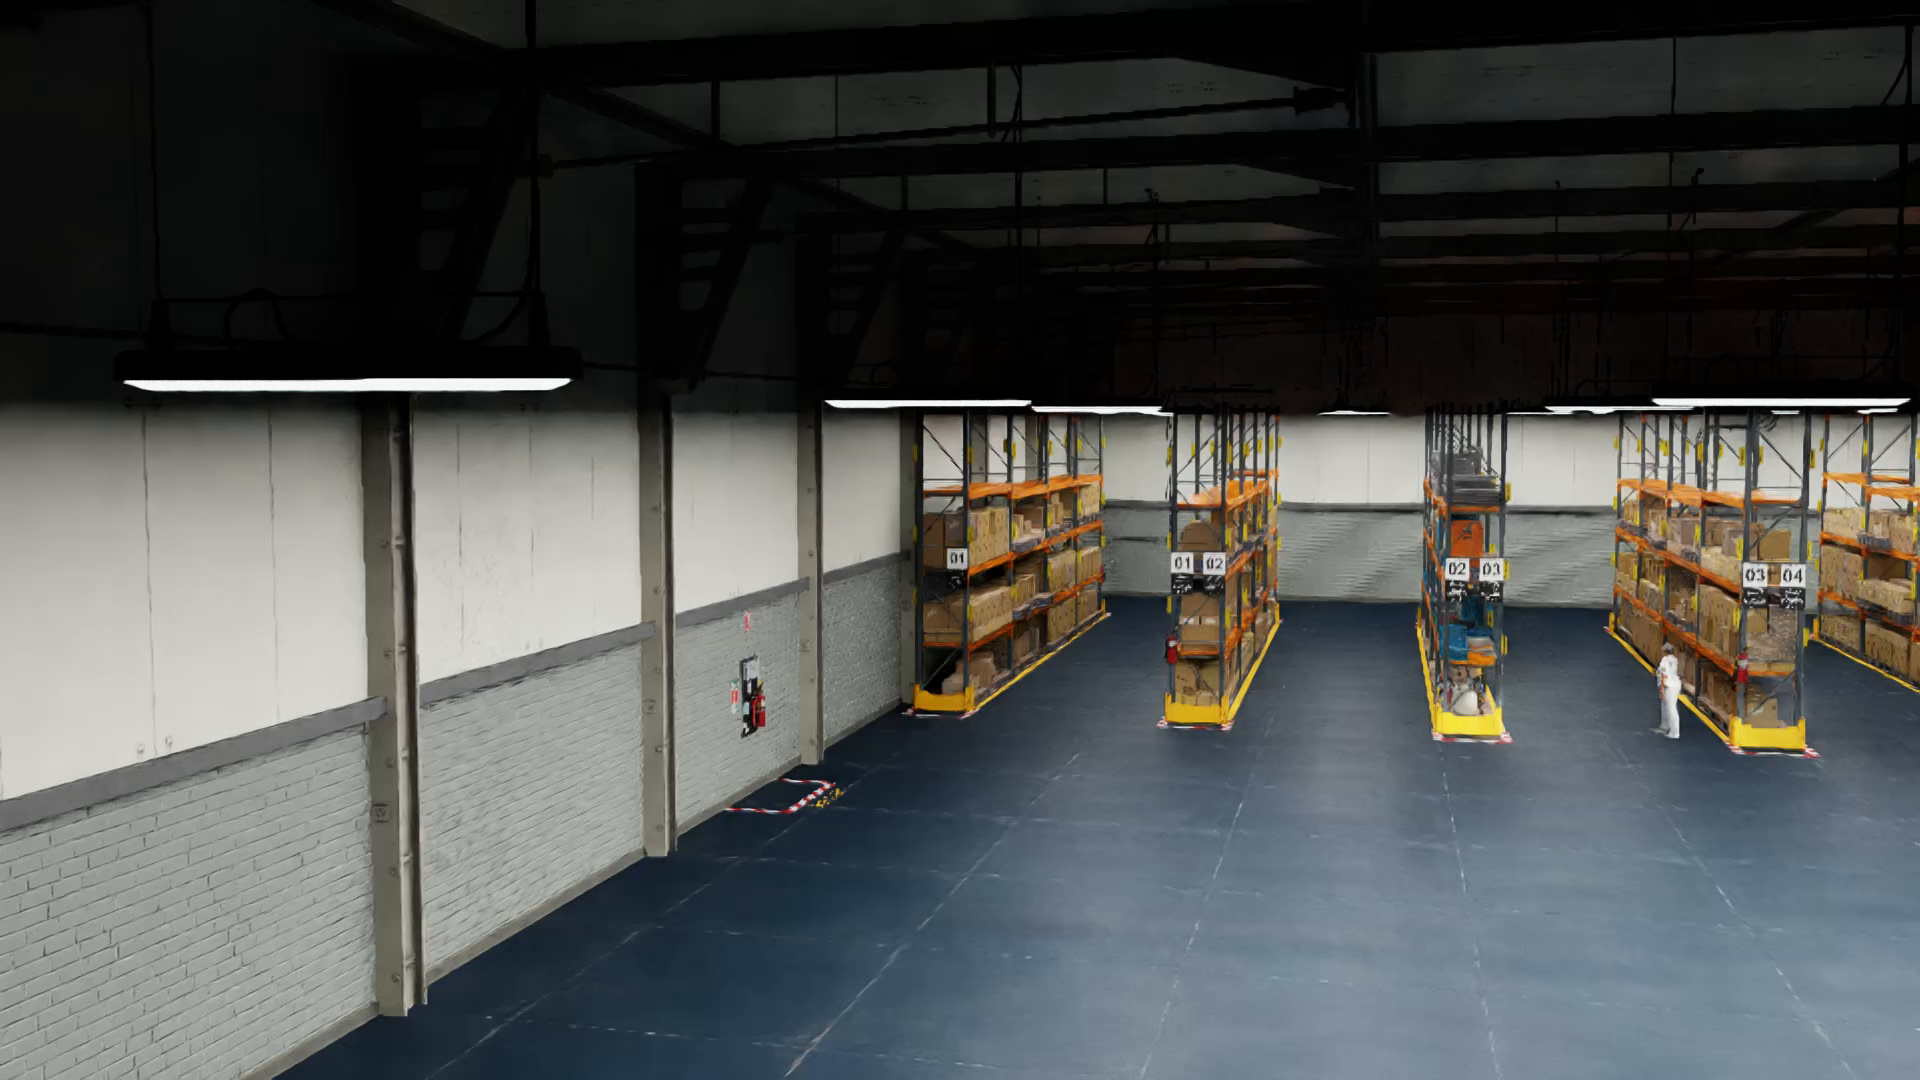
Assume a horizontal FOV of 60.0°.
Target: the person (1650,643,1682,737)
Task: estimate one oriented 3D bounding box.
[{"bbox_3d":[12.688,2.678,29.886,0.550,1.650,0.611,3,5,37],"label":"person"}]
